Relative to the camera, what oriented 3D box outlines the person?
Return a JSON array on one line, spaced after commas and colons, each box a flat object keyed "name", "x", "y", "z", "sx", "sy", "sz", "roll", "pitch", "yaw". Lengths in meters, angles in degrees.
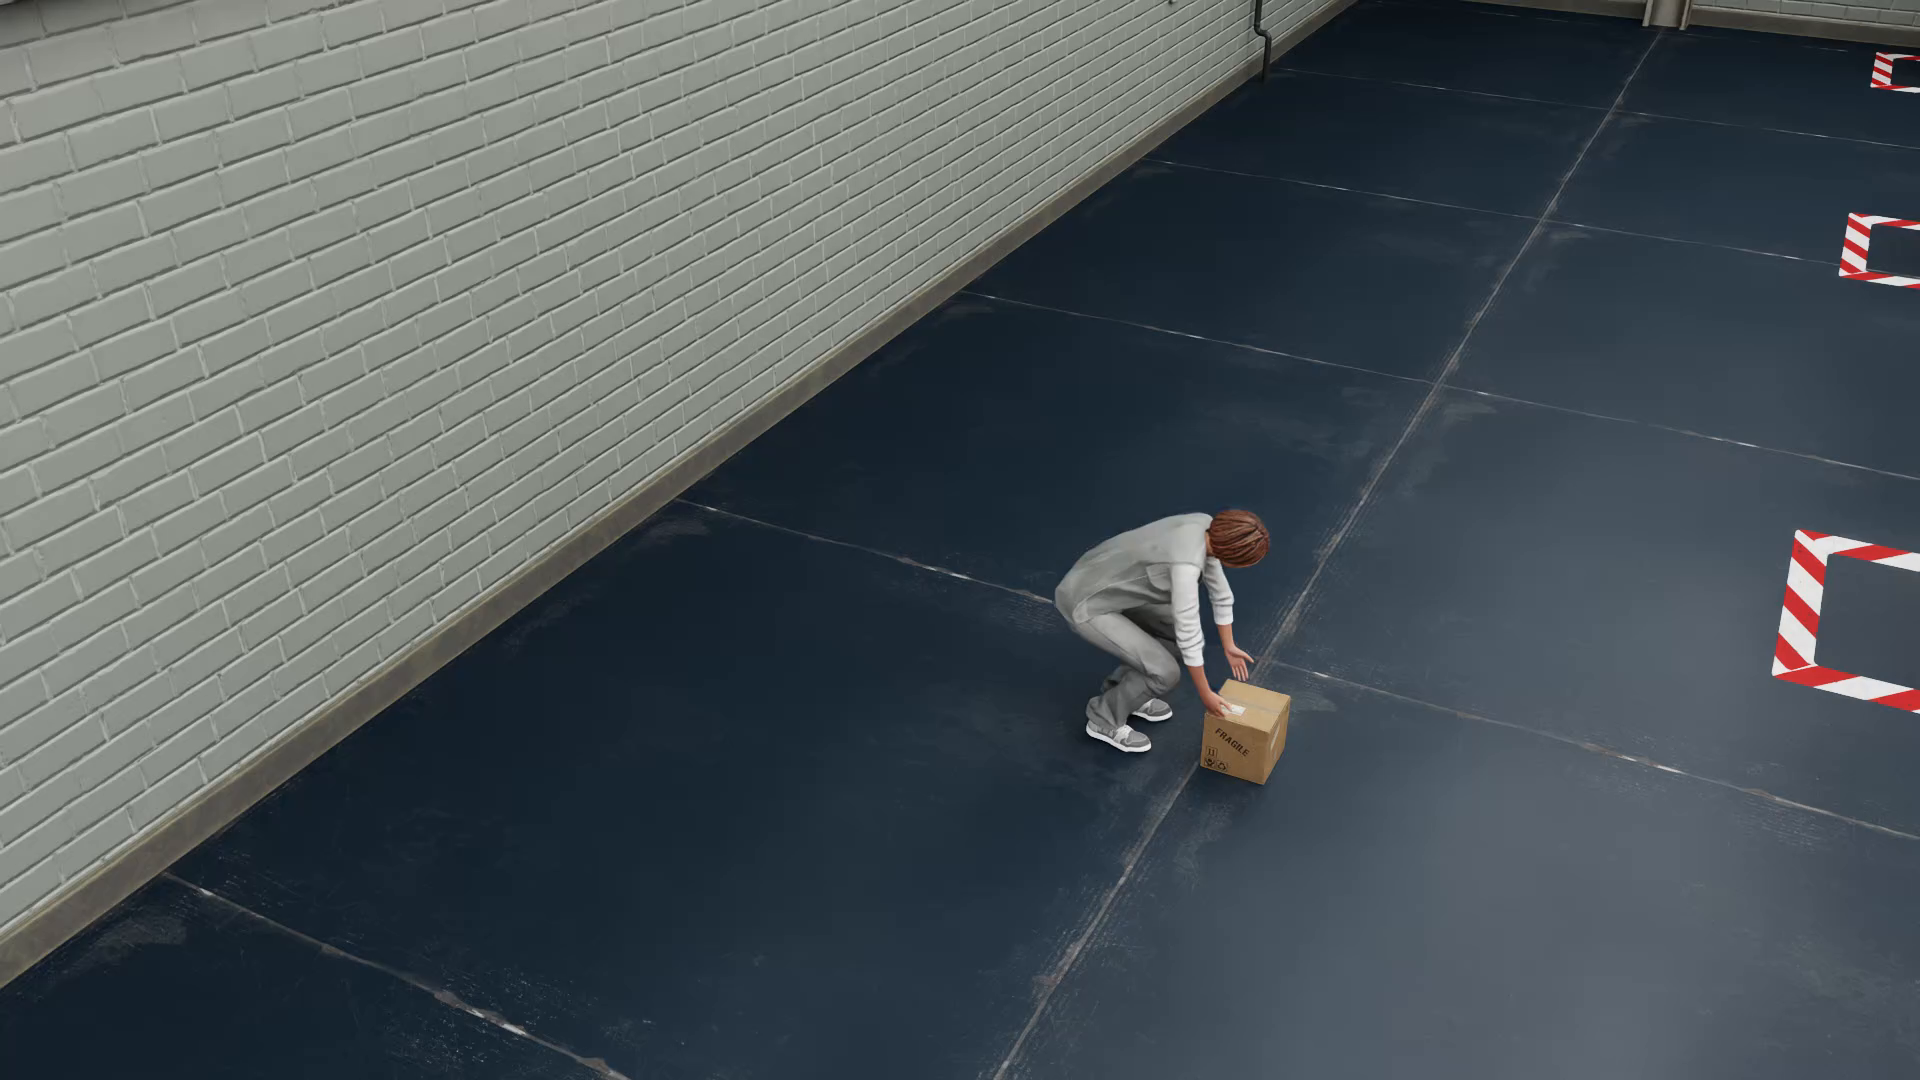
[{"name": "person", "x": 0.820, "y": 0.352, "z": 6.172, "sx": 0.868, "sy": 0.959, "sz": 0.408, "roll": 13, "pitch": 33, "yaw": 21}]
